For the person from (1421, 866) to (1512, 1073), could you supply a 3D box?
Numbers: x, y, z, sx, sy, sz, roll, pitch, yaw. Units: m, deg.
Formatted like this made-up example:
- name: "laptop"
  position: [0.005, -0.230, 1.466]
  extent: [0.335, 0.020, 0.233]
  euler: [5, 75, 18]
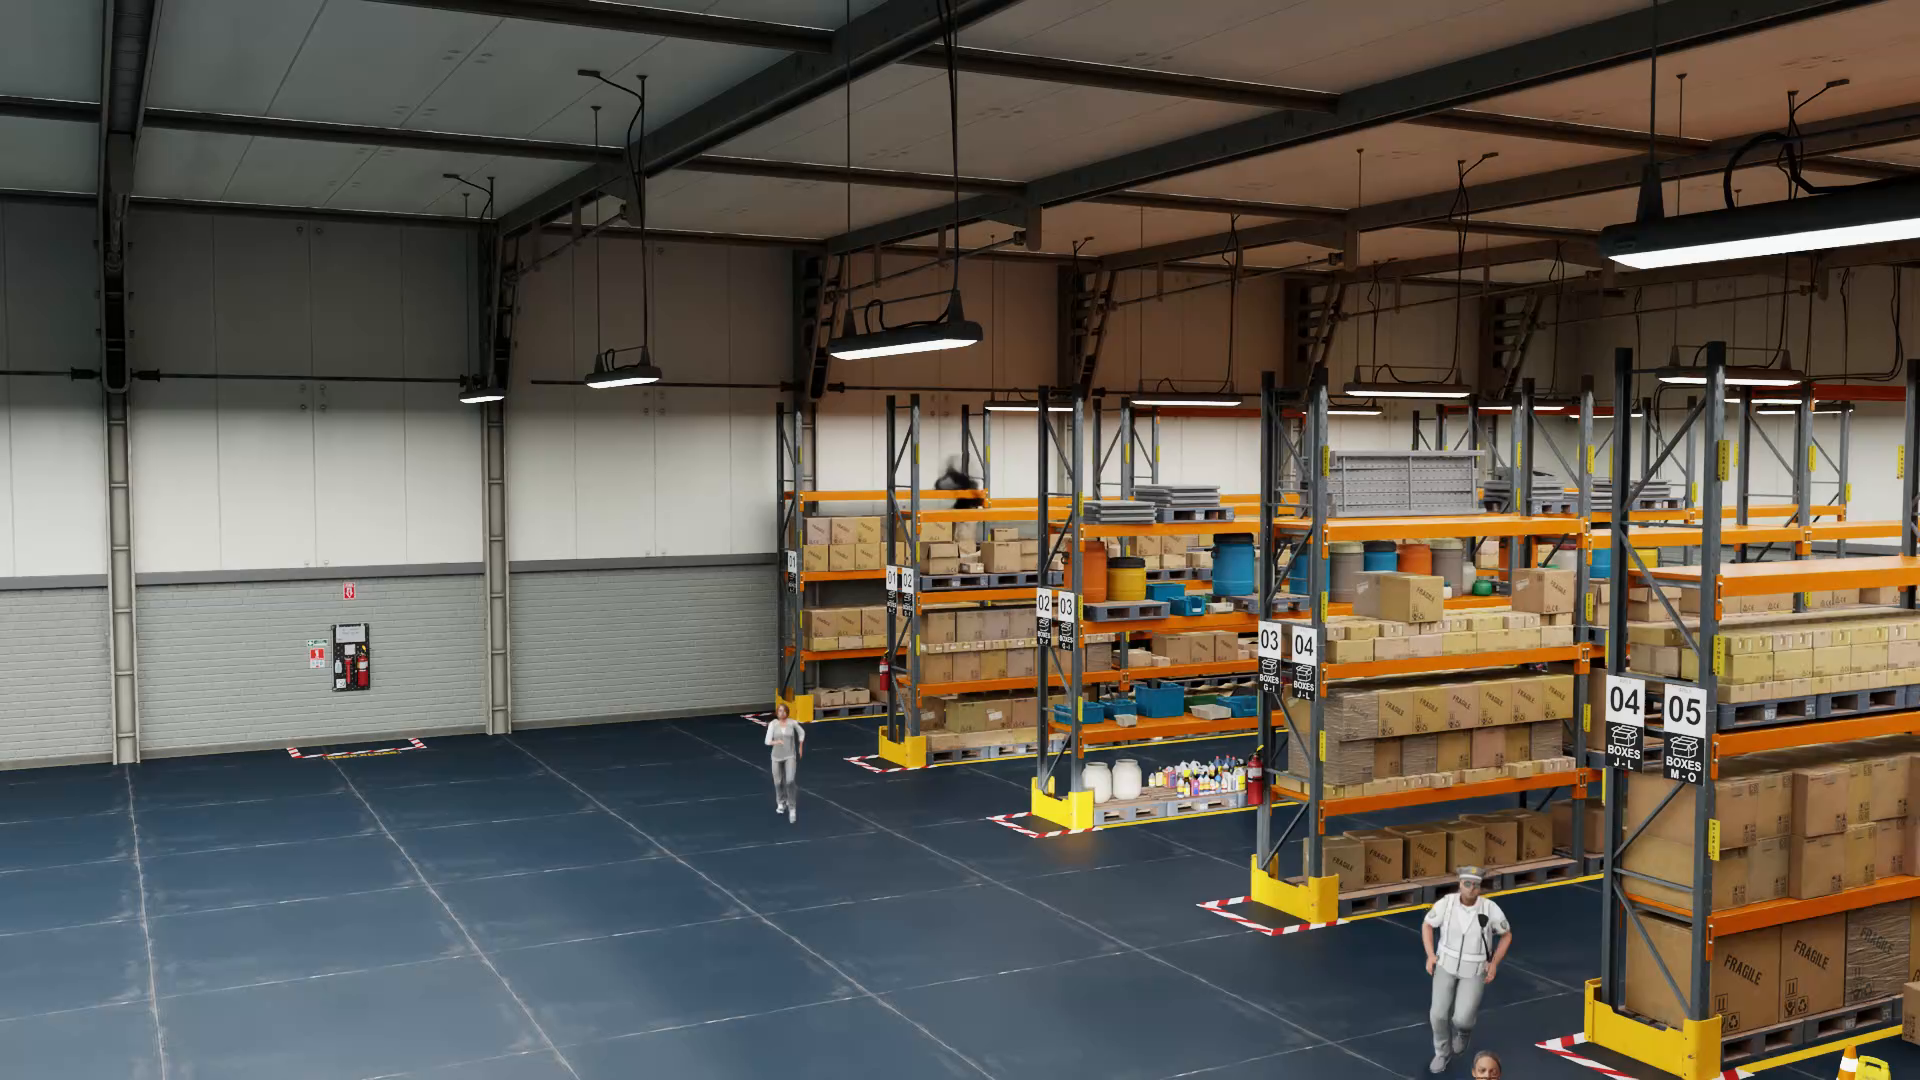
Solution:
- name: "person"
  position: [4.168, 3.539, 13.747]
  extent: [0.709, 1.748, 0.573]
  euler: [2, 4, 27]

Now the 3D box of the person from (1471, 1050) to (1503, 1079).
- name: "person"
  position: [3.135, 3.831, 9.887]
  extent: [0.572, 1.603, 0.793]
  euler: [1, 3, 14]

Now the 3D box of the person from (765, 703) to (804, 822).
- name: "person"
  position: [-2.427, 3.066, 22.992]
  extent: [0.520, 1.643, 0.699]
  euler: [0, 3, -1]
